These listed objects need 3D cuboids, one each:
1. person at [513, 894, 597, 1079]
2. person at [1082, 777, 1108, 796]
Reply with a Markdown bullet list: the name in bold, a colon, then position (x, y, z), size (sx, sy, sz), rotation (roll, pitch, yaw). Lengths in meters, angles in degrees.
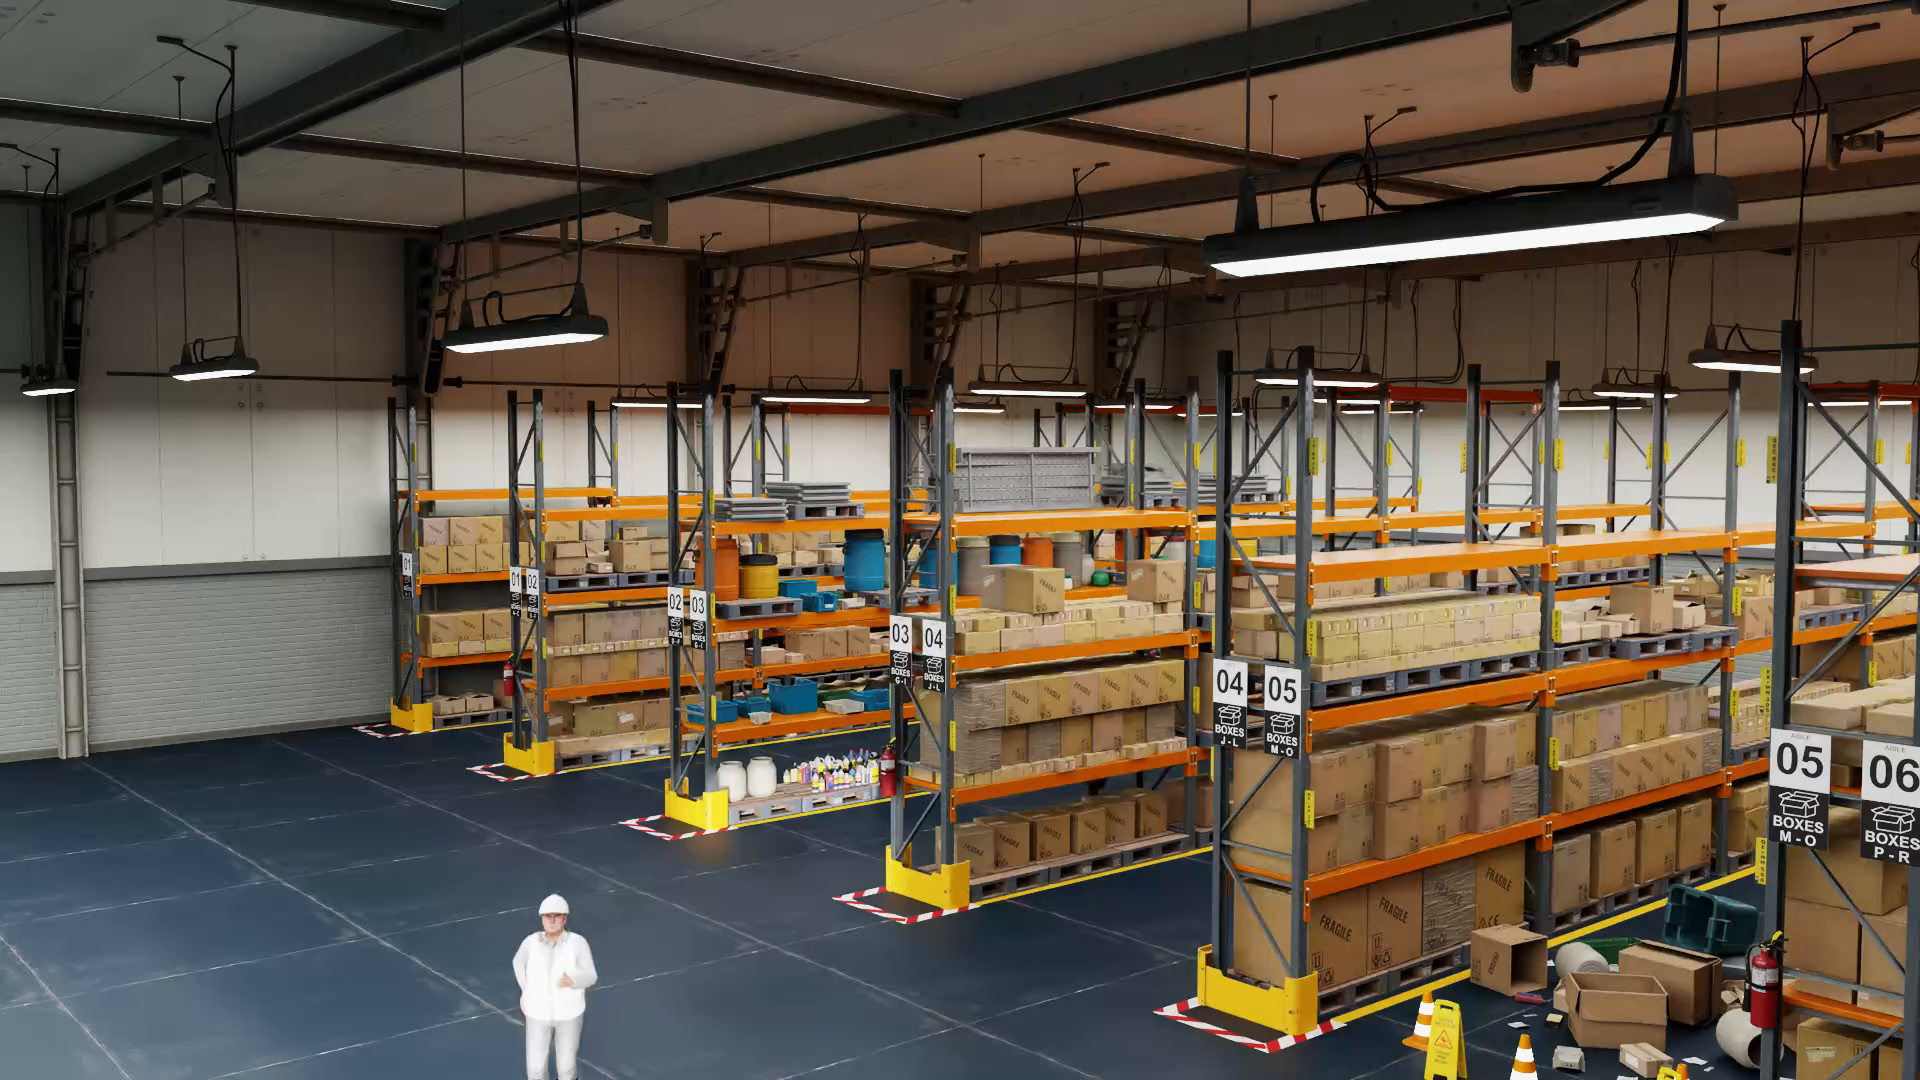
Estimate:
- **person**: position (-3.018, 3.556, 12.373), size (0.639, 1.831, 0.731), rotation (-1, 3, -9)
- **person**: position (1.918, 2.931, 23.311), size (0.703, 1.737, 0.757), rotation (2, 4, 36)
